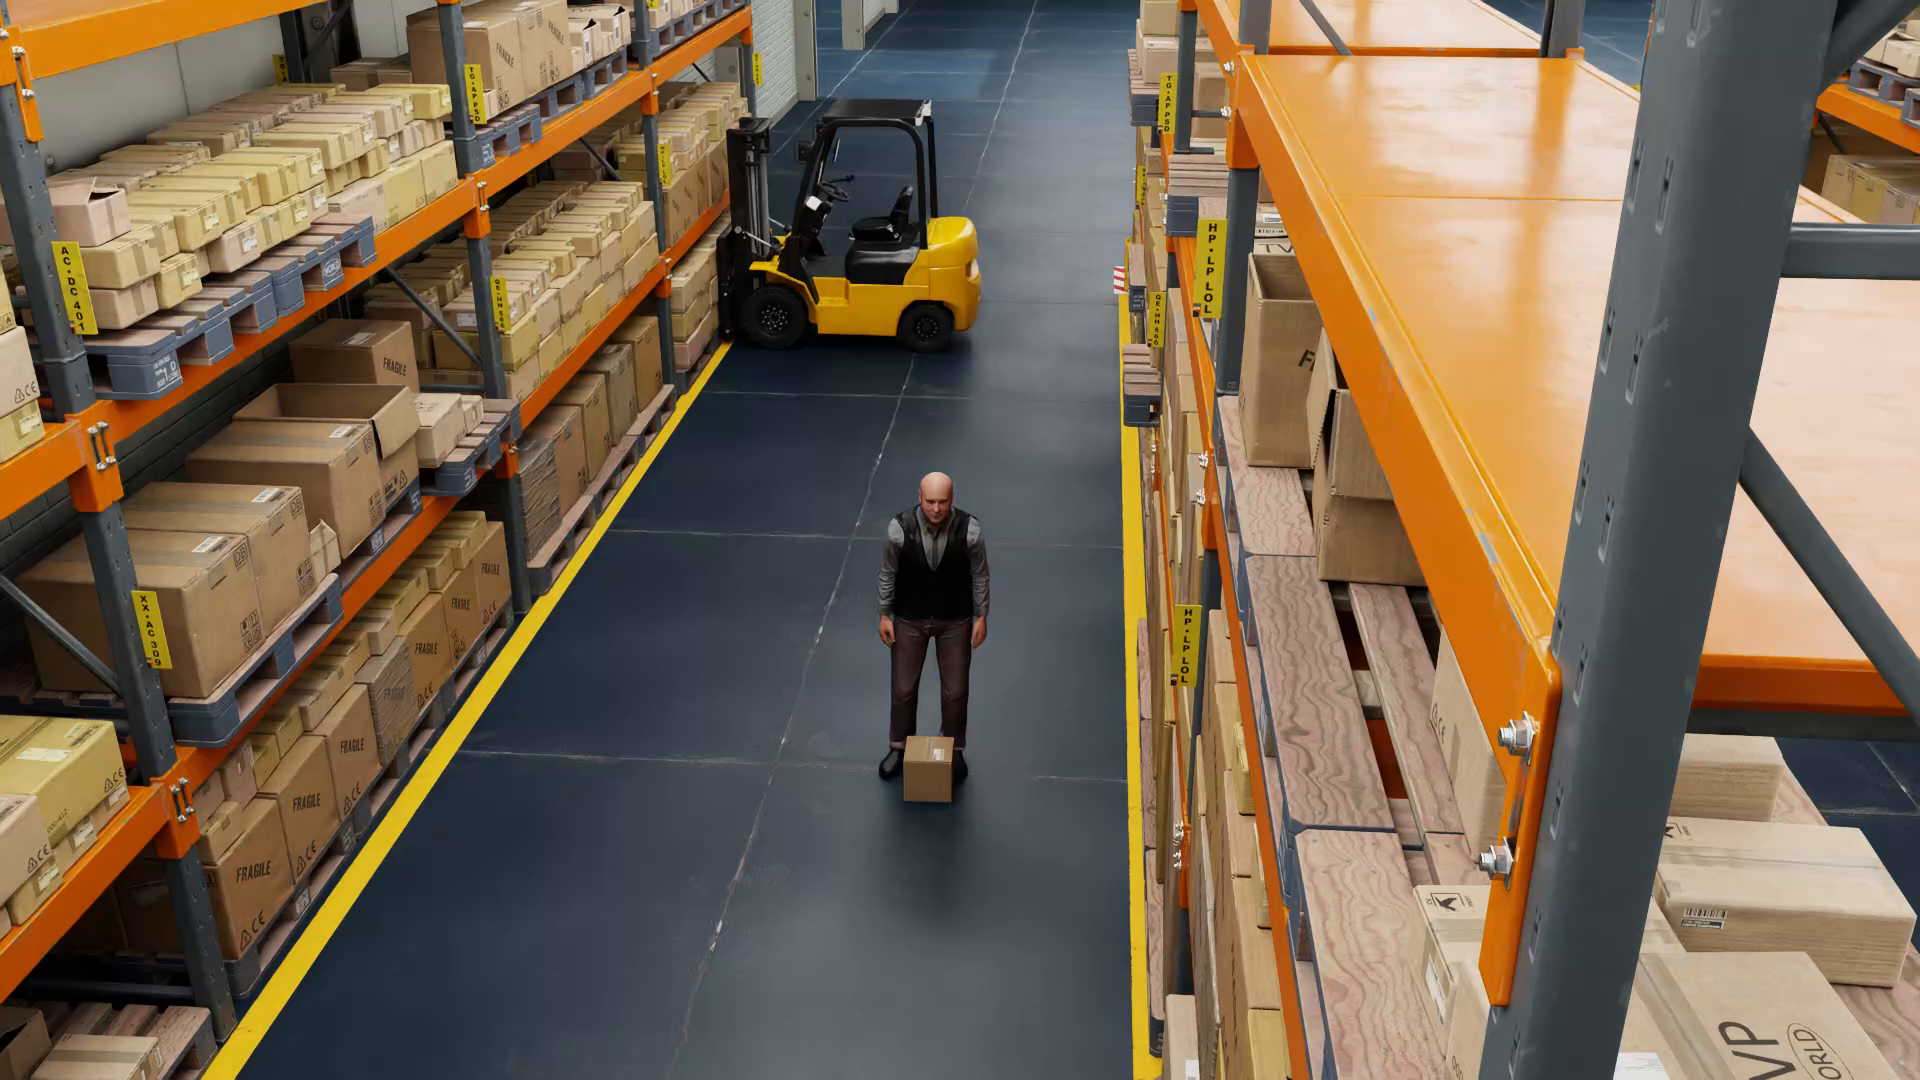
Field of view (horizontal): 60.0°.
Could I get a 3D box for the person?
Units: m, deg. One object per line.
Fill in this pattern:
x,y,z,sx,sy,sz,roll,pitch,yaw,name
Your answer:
-0.141,0.420,8.706,0.593,1.720,0.419,0,24,1,person
